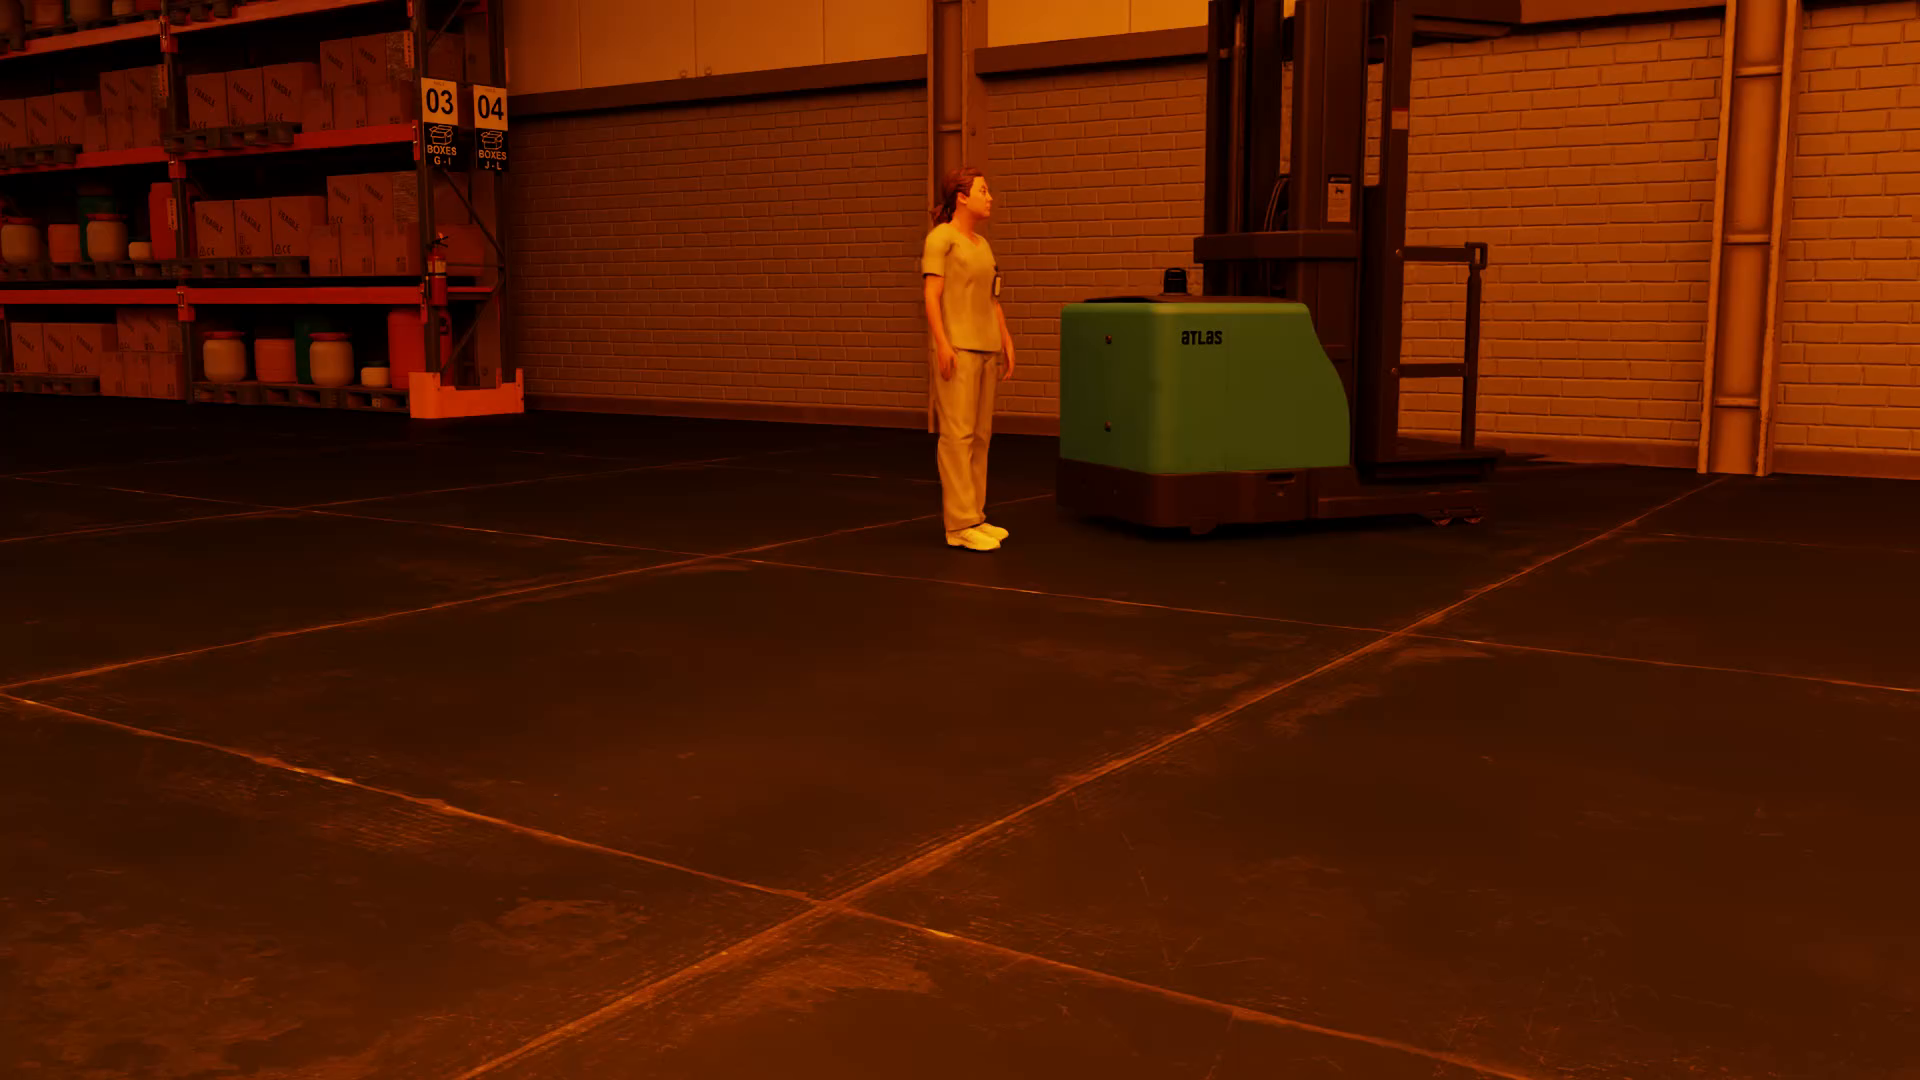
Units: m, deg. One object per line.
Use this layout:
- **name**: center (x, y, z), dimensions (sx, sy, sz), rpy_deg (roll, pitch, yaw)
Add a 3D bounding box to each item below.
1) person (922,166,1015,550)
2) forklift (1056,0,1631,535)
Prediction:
- **person**: center (0.085, -0.825, 7.443), dimensions (0.521, 1.675, 0.571), rpy_deg (5, 10, 32)
- **forklift**: center (2.045, -1.585, 8.340), dimensions (3.031, 2.935, 1.130), rpy_deg (-4, 9, -24)
